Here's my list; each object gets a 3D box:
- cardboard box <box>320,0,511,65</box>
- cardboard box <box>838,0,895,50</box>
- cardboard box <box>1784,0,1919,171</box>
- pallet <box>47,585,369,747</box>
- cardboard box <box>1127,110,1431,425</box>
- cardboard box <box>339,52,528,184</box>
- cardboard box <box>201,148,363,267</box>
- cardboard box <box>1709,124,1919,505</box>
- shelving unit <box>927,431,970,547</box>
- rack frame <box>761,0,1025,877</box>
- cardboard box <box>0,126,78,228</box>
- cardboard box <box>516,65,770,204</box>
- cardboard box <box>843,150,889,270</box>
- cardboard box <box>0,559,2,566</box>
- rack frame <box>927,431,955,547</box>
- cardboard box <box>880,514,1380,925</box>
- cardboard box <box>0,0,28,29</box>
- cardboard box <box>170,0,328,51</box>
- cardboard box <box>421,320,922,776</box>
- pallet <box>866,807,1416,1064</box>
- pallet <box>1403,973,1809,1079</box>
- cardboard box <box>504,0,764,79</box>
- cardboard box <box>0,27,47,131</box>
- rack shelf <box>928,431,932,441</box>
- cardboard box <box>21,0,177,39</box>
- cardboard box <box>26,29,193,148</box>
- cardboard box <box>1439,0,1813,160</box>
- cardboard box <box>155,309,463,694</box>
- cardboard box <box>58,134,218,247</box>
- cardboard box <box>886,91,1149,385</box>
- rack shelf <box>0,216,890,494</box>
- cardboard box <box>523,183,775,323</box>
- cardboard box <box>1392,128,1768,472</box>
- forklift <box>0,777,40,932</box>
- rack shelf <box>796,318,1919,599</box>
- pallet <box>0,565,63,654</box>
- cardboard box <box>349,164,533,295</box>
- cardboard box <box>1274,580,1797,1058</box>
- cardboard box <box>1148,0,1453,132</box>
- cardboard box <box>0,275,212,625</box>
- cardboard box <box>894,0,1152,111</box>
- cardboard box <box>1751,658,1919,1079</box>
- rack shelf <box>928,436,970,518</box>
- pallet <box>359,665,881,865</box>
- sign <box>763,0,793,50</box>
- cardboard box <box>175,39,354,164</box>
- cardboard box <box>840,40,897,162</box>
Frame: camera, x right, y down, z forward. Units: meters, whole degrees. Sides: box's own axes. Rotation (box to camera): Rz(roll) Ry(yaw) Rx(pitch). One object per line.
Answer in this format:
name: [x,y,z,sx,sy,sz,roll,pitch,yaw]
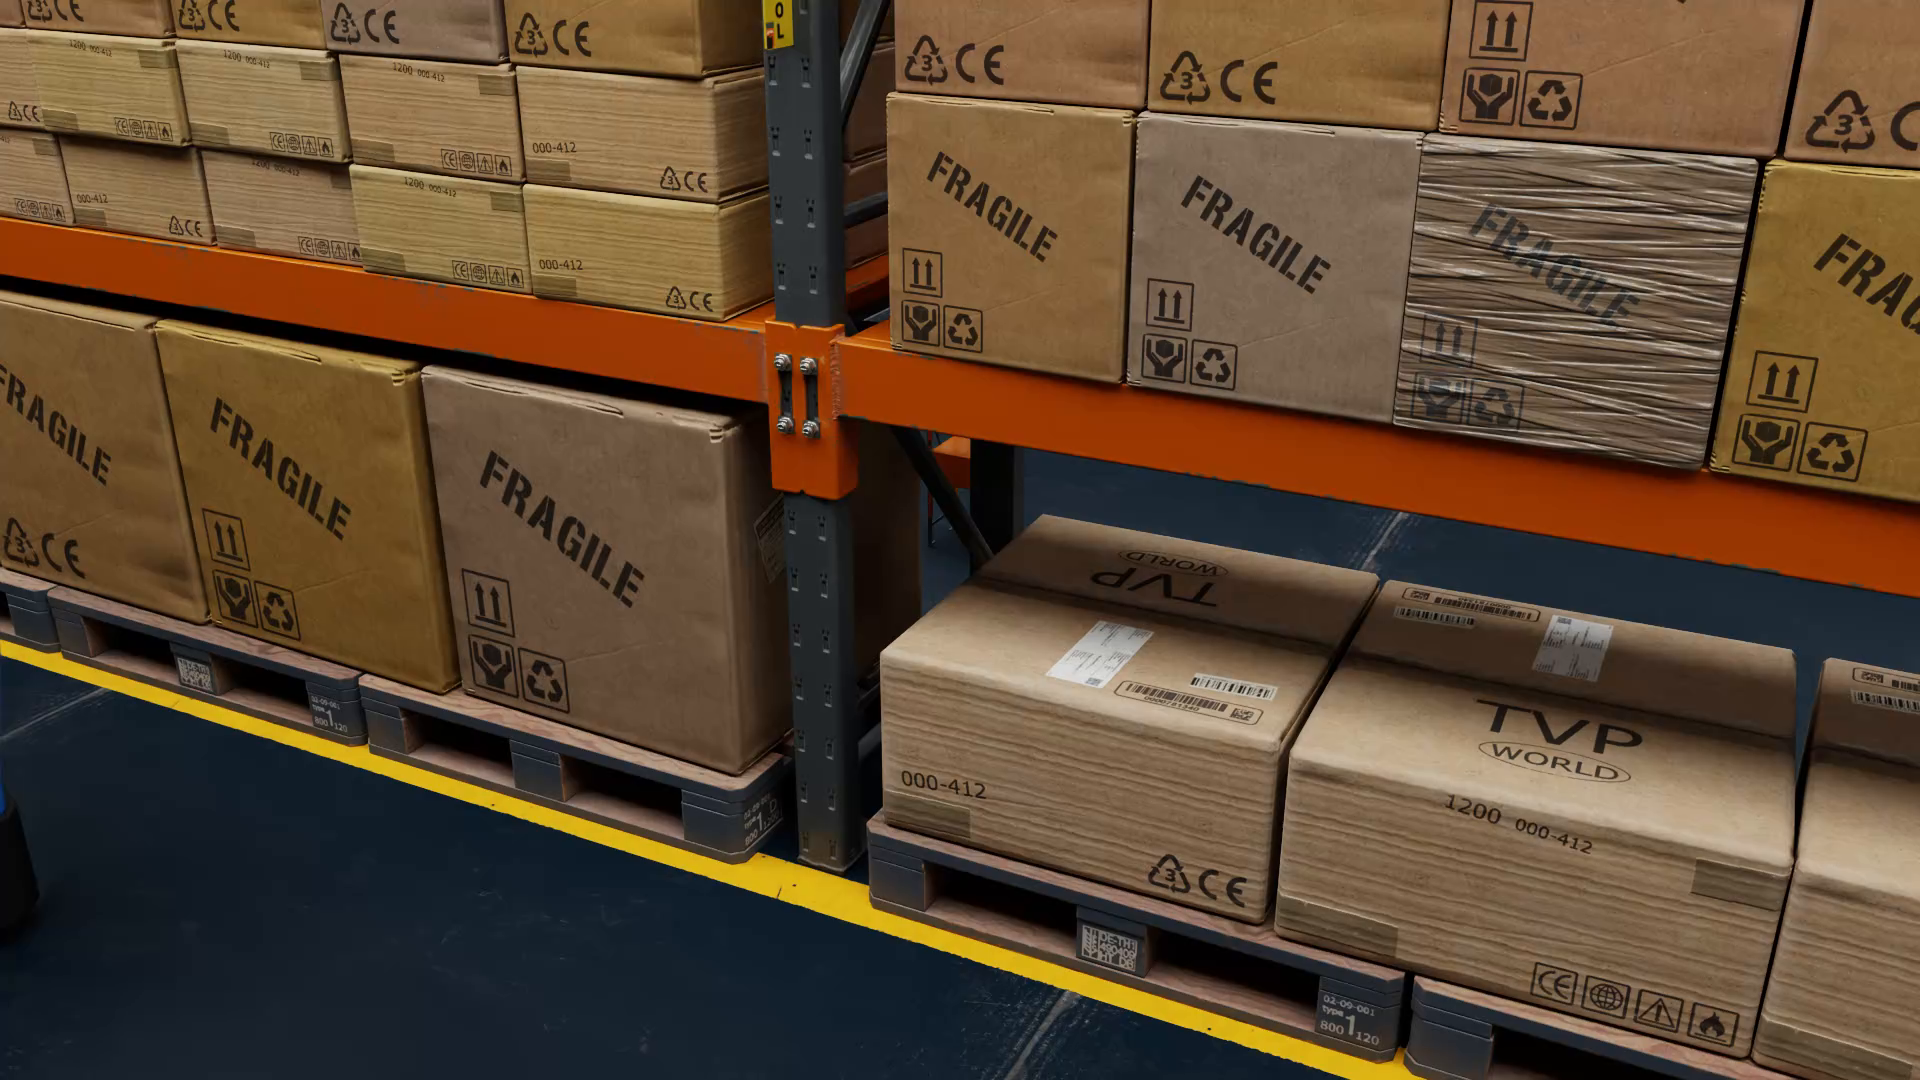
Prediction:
cardboard box: [-1.081,-1.363,3.717,0.500,0.500,0.500,12,26,26]
cardboard box: [-0.367,-1.461,3.947,0.500,0.500,0.500,12,26,25]
cardboard box: [1.561,-0.839,2.484,0.500,0.500,0.500,11,25,24]
pallet: [-1.919,0.182,5.053,1.213,0.211,1.003,11,25,25]
cardboard box: [0.644,-0.558,3.102,0.500,0.500,0.500,11,26,25]
cardboard box: [-1.056,-1.016,3.860,0.500,0.250,0.500,12,26,26]
cardboard box: [-1.513,-0.885,4.190,0.500,0.250,0.500,10,25,23]
cardboard box: [1.545,-0.377,2.676,0.500,0.500,0.500,12,26,26]
shelving unit: [0.048,-0.474,5.522,0.252,1.050,0.215,11,25,25]
rack frame: [-0.104,-0.777,3.744,0.127,3.000,1.000,11,25,25]
cardboard box: [-2.418,-1.061,4.603,0.500,0.250,0.500,12,26,26]
cardboard box: [-0.607,-0.931,3.659,0.500,0.250,0.500,11,25,24]
cardboard box: [-0.377,-0.878,4.173,0.500,0.250,0.500,11,25,23]
cardboard box: [-3.095,-0.548,5.383,0.875,0.875,0.875,11,25,24]
rack frame: [-0.061,-0.495,5.573,0.008,1.050,0.200,11,25,25]
cardboard box: [0.408,0.357,3.814,0.875,0.438,0.875,11,25,24]
cardboard box: [-2.442,-1.636,4.358,0.500,0.500,0.500,12,26,26]
cardboard box: [-1.524,-1.459,3.943,0.500,0.500,0.500,12,26,26]
cardboard box: [-0.693,-0.074,4.269,0.875,0.875,0.875,12,26,26]
pallet: [0.540,0.668,3.909,1.213,0.211,1.003,11,25,25]
pallet: [1.632,0.883,3.404,1.213,0.211,1.003,11,25,25]
cardboard box: [-0.616,-1.274,3.508,0.500,0.500,0.500,12,26,26]
cardboard box: [-2.433,-1.284,4.490,0.500,0.250,0.500,11,25,24]
rack shelf: [0.048,-0.464,5.526,0.240,0.259,0.215,11,25,25]
cardboard box: [-1.993,-1.545,4.146,0.500,0.500,0.500,12,26,25]
cardboard box: [-1.986,-1.190,4.269,0.500,0.250,0.500,12,26,25]
cardboard box: [1.112,-0.928,2.695,0.500,0.500,0.500,12,26,26]
cardboard box: [-1.503,-0.231,4.638,0.875,0.875,0.875,12,26,26]
cardboard box: [-1.976,-0.975,4.401,0.500,0.250,0.500,11,25,25]
cardboard box: [0.197,-0.648,3.314,0.500,0.500,0.500,12,26,26]
rack shelf: [-1.889,-0.799,4.715,4.000,0.370,1.077,11,25,25]
cardboard box: [-0.618,-0.699,3.752,0.500,0.250,0.500,11,25,23]
cardboard box: [1.085,-0.468,2.890,0.500,0.500,0.500,11,26,25]
forklift: [-3.608,-0.524,3.238,3.031,2.935,1.130,9,25,20]
rack shelf: [1.681,-0.093,3.054,4.000,0.370,1.077,11,25,25]
pallet: [-3.004,-0.034,5.561,1.213,0.211,1.003,11,25,25]
cardboard box: [-1.072,-0.789,3.965,0.500,0.250,0.500,11,25,24]
cardboard box: [1.207,0.515,3.443,0.875,0.438,0.875,10,25,23]
cardboard box: [0.660,-1.023,2.917,0.500,0.500,0.500,11,25,24]
cardboard box: [-2.300,-0.389,5.009,0.875,0.875,0.875,12,26,25]
cardboard box: [0.212,-1.114,3.132,0.500,0.500,0.500,11,26,25]
cardboard box: [2.011,0.675,3.067,0.875,0.438,0.875,12,26,26]
rack shelf: [0.048,-0.208,5.635,0.240,0.259,0.215,11,25,25]
pallet: [-0.826,0.397,4.548,1.213,0.211,1.003,11,25,25]
sign: [-0.340,-1.082,3.083,0.005,0.325,0.100,11,25,25]
cardboard box: [-1.521,-1.106,4.070,0.500,0.250,0.500,12,26,26]
cardboard box: [-0.369,-1.114,4.089,0.500,0.250,0.500,10,25,23]
